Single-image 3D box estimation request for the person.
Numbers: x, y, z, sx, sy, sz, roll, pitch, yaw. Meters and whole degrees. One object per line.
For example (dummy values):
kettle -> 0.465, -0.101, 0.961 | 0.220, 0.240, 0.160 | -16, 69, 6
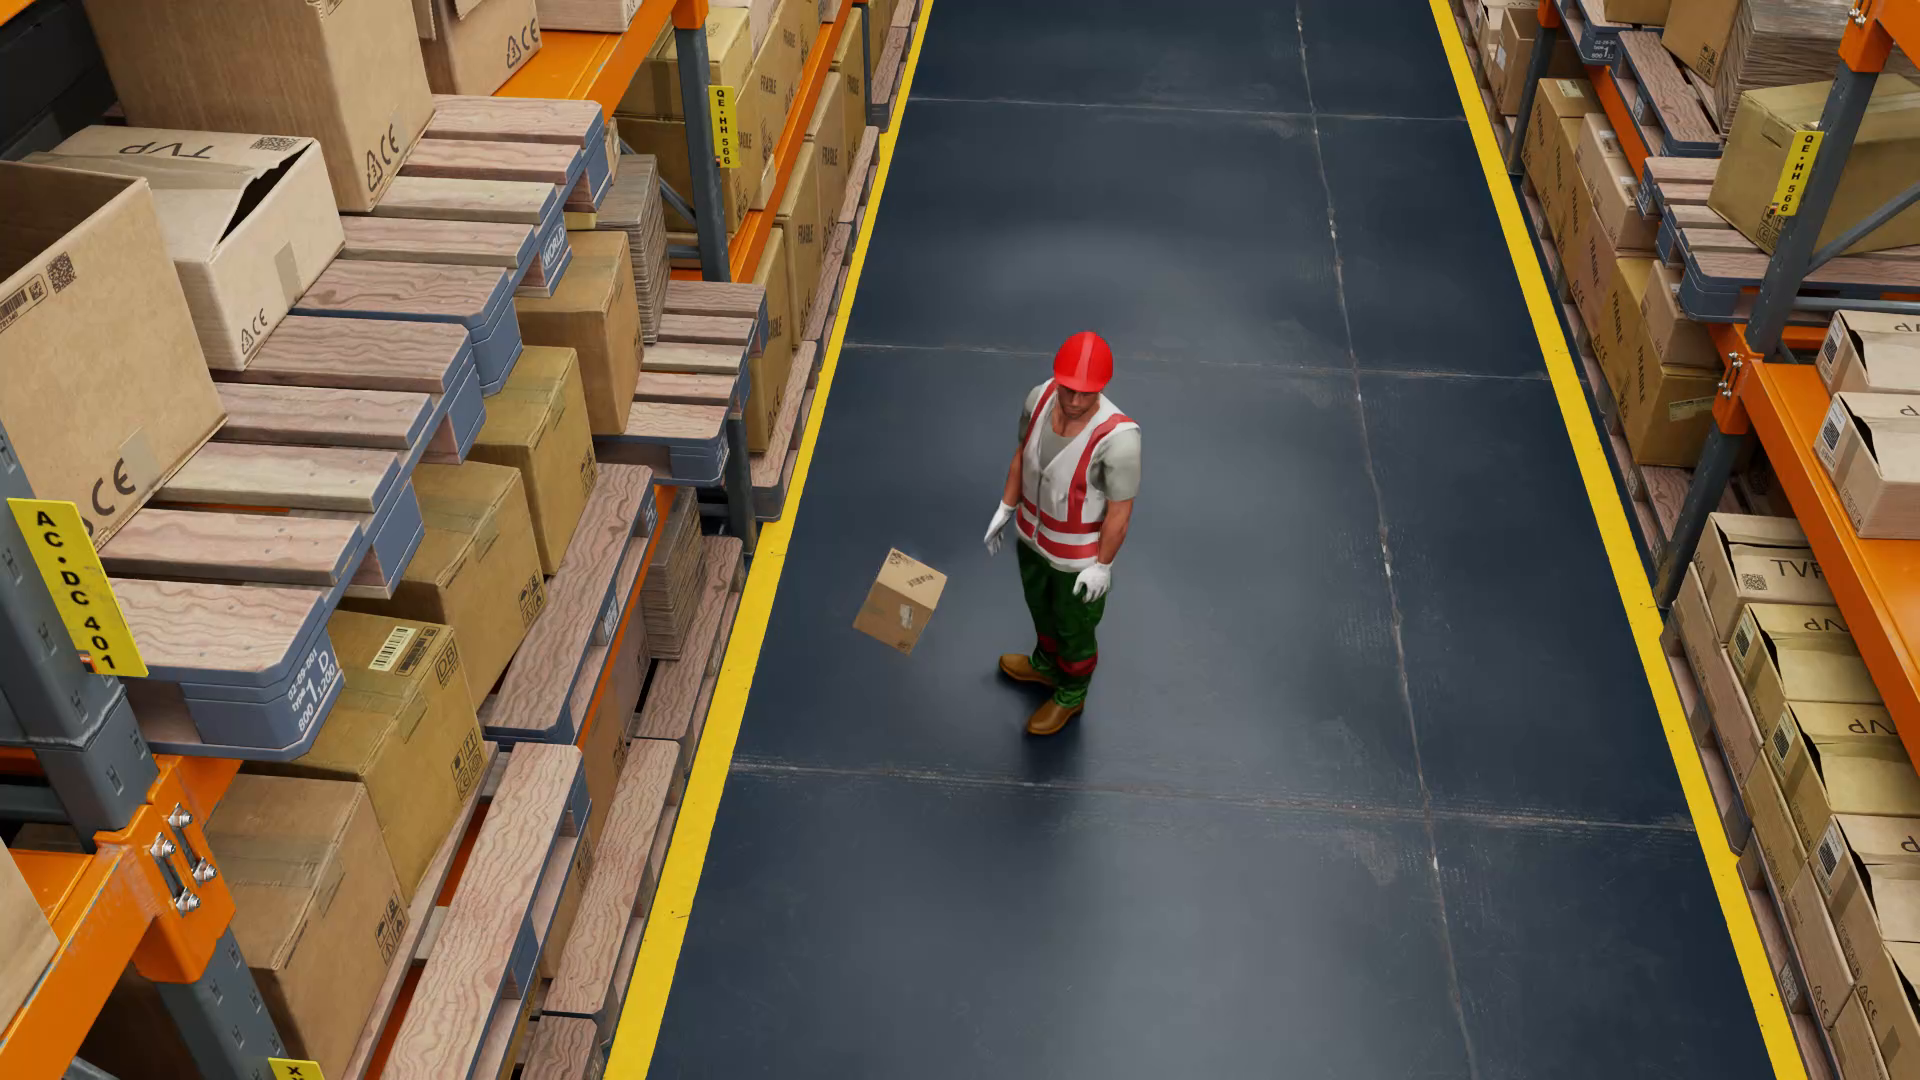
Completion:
person -> 0.342, -0.010, 6.120 | 0.383, 1.791, 0.631 | -26, 46, -28
